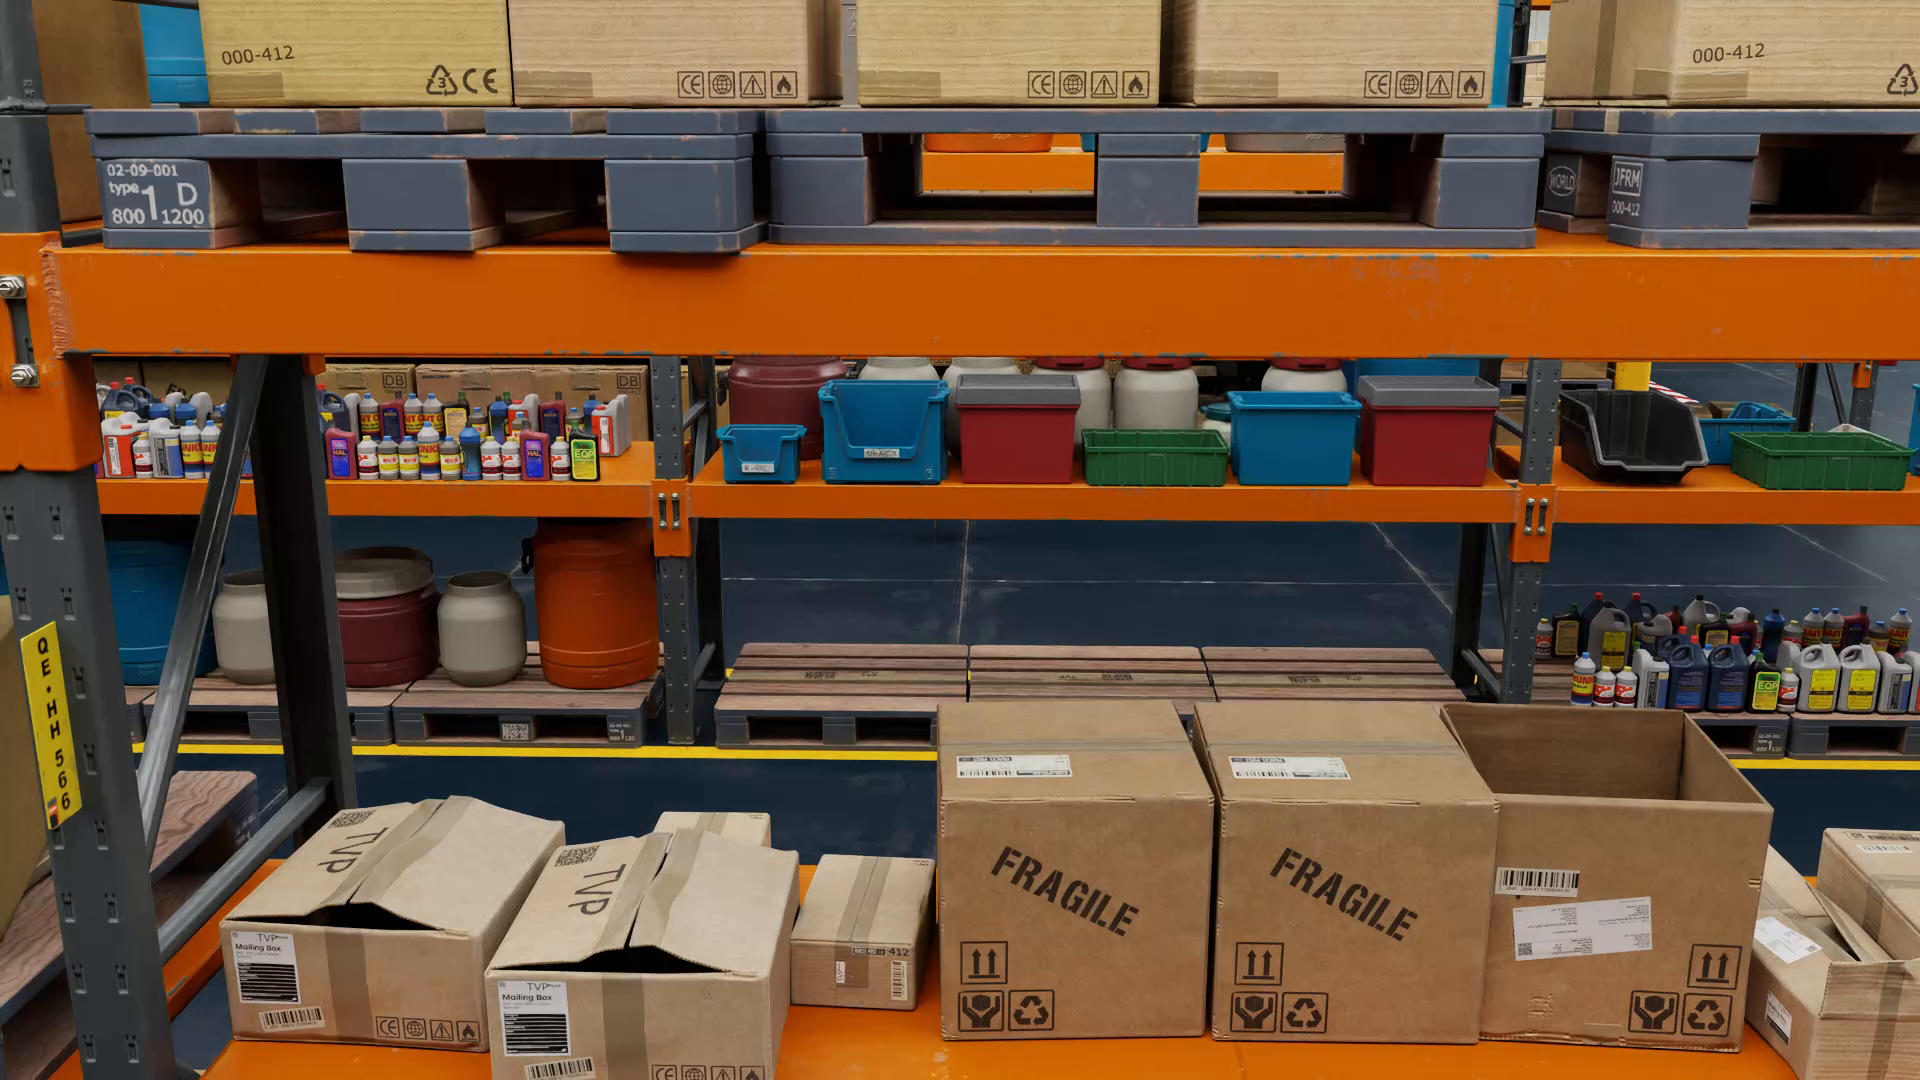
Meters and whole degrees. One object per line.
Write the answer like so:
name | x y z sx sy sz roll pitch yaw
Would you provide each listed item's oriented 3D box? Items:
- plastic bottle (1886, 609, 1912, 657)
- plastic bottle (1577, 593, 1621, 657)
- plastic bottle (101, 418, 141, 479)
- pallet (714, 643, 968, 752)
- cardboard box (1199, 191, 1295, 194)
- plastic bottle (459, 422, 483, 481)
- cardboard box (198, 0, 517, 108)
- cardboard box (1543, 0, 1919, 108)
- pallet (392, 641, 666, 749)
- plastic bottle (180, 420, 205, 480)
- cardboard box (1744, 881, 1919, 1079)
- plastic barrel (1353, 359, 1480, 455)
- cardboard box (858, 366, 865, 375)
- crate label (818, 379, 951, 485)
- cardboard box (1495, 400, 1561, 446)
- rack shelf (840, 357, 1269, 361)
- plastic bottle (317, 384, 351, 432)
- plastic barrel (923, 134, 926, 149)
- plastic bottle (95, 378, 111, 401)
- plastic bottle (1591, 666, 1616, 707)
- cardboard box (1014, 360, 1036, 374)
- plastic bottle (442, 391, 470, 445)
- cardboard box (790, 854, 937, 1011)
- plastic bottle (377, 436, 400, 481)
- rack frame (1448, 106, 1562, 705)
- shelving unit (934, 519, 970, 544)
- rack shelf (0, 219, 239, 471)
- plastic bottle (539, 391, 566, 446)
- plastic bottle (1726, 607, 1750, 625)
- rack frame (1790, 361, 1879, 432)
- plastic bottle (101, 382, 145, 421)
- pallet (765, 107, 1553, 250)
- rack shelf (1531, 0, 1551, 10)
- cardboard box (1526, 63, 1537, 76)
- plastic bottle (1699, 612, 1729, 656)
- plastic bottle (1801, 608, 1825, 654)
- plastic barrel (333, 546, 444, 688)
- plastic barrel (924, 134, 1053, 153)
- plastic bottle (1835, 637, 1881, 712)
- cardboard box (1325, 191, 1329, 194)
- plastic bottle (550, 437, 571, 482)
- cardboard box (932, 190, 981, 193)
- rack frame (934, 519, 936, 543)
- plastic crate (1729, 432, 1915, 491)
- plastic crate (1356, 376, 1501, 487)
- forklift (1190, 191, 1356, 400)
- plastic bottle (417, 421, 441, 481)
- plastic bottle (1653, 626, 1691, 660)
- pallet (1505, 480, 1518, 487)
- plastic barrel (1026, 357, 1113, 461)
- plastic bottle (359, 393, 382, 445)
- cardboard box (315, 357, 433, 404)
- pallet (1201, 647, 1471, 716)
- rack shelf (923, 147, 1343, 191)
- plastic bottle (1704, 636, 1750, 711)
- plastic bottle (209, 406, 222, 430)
plastic bottle | 4.853 0.489 8.594 0.097 0.271 0.097 0 15 0
plastic bottle | 3.310 0.446 8.599 0.185 0.351 0.144 0 15 0
plastic bottle | -3.960 -0.439 7.865 0.135 0.276 0.152 0 15 1
pallet | -0.566 0.785 8.453 1.213 0.211 1.003 0 15 1
cardboard box | 1.995 -2.350 12.867 1.000 1.000 1.000 0 15 2
plastic bottle | -2.295 -0.418 7.798 0.097 0.271 0.097 0 15 0
cardboard box | -1.015 -0.908 2.992 0.500 0.250 0.500 -1 15 -3
cardboard box | 1.364 -0.880 2.885 0.500 0.250 0.500 -1 15 -4
pallet | -2.129 0.775 8.488 1.213 0.211 1.003 0 15 1
plastic bottle | -3.613 -0.427 7.831 0.097 0.271 0.097 0 15 0
cardboard box | 1.645 0.817 3.128 0.258 0.266 0.396 0 15 0
plastic barrel | 2.281 -0.875 8.293 0.708 0.901 0.600 0 15 1
cardboard box | -0.542 -1.212 13.120 0.500 0.250 0.500 1 15 4
crate label | -0.353 -0.520 7.863 0.616 0.435 0.502 0 15 1
cardboard box | 4.380 -0.812 13.113 0.500 0.500 0.500 -1 15 -4
rack shelf | 0.786 -1.481 12.983 4.000 0.370 1.077 0 15 1
plastic bottle | -3.179 -0.612 8.375 0.185 0.351 0.144 0 15 1
plastic barrel | -0.062 -2.013 7.983 0.301 0.262 0.301 0 15 0
plastic bottle | -4.411 -0.658 8.552 0.185 0.351 0.144 0 15 1
plastic bottle | 3.068 0.702 7.921 0.097 0.201 0.097 0 15 0
cardboard box | 0.495 -2.190 17.846 0.750 0.750 1.050 1 15 2
plastic bottle | -2.590 -0.625 8.556 0.133 0.283 0.061 0 15 1
cardboard box | -0.193 0.800 3.421 0.250 0.149 0.380 1 15 6
plastic bottle | -2.684 -0.387 7.817 0.097 0.201 0.097 0 15 0
rack frame | 2.659 -0.553 8.055 0.127 3.000 1.000 0 15 1
shelving unit | -0.053 -0.508 11.707 0.252 1.050 0.215 0 15 1
rack shelf | -3.469 -0.431 3.124 4.000 0.370 1.077 0 15 1
plastic bottle | -2.091 -0.621 8.544 0.133 0.283 0.061 0 15 1
plastic bottle | 3.987 0.488 8.588 0.135 0.276 0.152 1 15 2
rack frame | 6.784 -1.790 12.743 0.127 3.000 1.000 0 15 1
plastic bottle | -4.230 -0.620 8.408 0.185 0.351 0.144 0 15 1
pallet | 0.329 -0.686 3.052 1.213 0.211 1.003 1 15 4
rack shelf | 5.013 -5.426 16.962 4.000 0.370 1.077 0 15 1
cardboard box | 5.514 -4.766 16.836 0.500 0.250 0.500 0 15 1
plastic bottle | 3.848 0.508 8.495 0.133 0.283 0.061 0 15 1
plastic bottle | 4.411 0.486 8.605 0.097 0.271 0.097 0 15 0
plastic barrel | -2.958 0.378 8.431 0.708 0.588 0.600 0 15 1
plastic barrel | 0.130 -2.172 7.470 0.708 0.830 0.600 0 15 1
plastic bottle | 4.255 0.632 7.896 0.185 0.351 0.144 1 15 4
cardboard box | 3.934 -3.690 17.534 0.550 0.550 0.875 0 15 1
plastic bottle | -1.870 -0.382 7.797 0.097 0.201 0.097 0 15 0
cardboard box | -0.031 -3.629 17.561 0.500 0.500 0.700 0 15 1
rack frame | -0.175 -0.509 11.710 0.008 1.050 0.200 0 15 1
plastic crate | 4.009 -0.369 7.775 0.662 0.188 0.450 0 15 1
plastic crate | 2.167 -0.509 7.763 0.583 0.464 0.402 0 15 1
forklift | 2.155 -2.167 14.309 3.031 2.935 1.130 -1 15 -3
plastic bottle | -2.490 -0.420 7.803 0.097 0.271 0.097 0 15 0
plastic bottle | 3.459 0.590 8.055 0.185 0.351 0.144 0 15 1
pallet | 4.681 -0.465 13.188 1.213 0.211 1.003 0 15 1
plastic barrel | 0.542 -0.688 8.302 0.433 0.535 0.433 0 15 0
plastic bottle | -3.034 -0.617 8.551 0.097 0.271 0.097 0 15 0
cardboard box | -4.571 -1.044 13.261 0.875 0.875 1.225 0 15 2
pallet | 1.873 0.800 8.392 1.213 0.211 1.003 0 15 1
rack shelf | 0.660 -1.668 7.813 4.000 0.370 1.077 0 15 1
plastic bottle | 3.644 0.628 7.911 0.185 0.351 0.144 0 15 -1
plastic bottle | -3.815 -0.588 8.579 0.097 0.201 0.097 0 15 0
